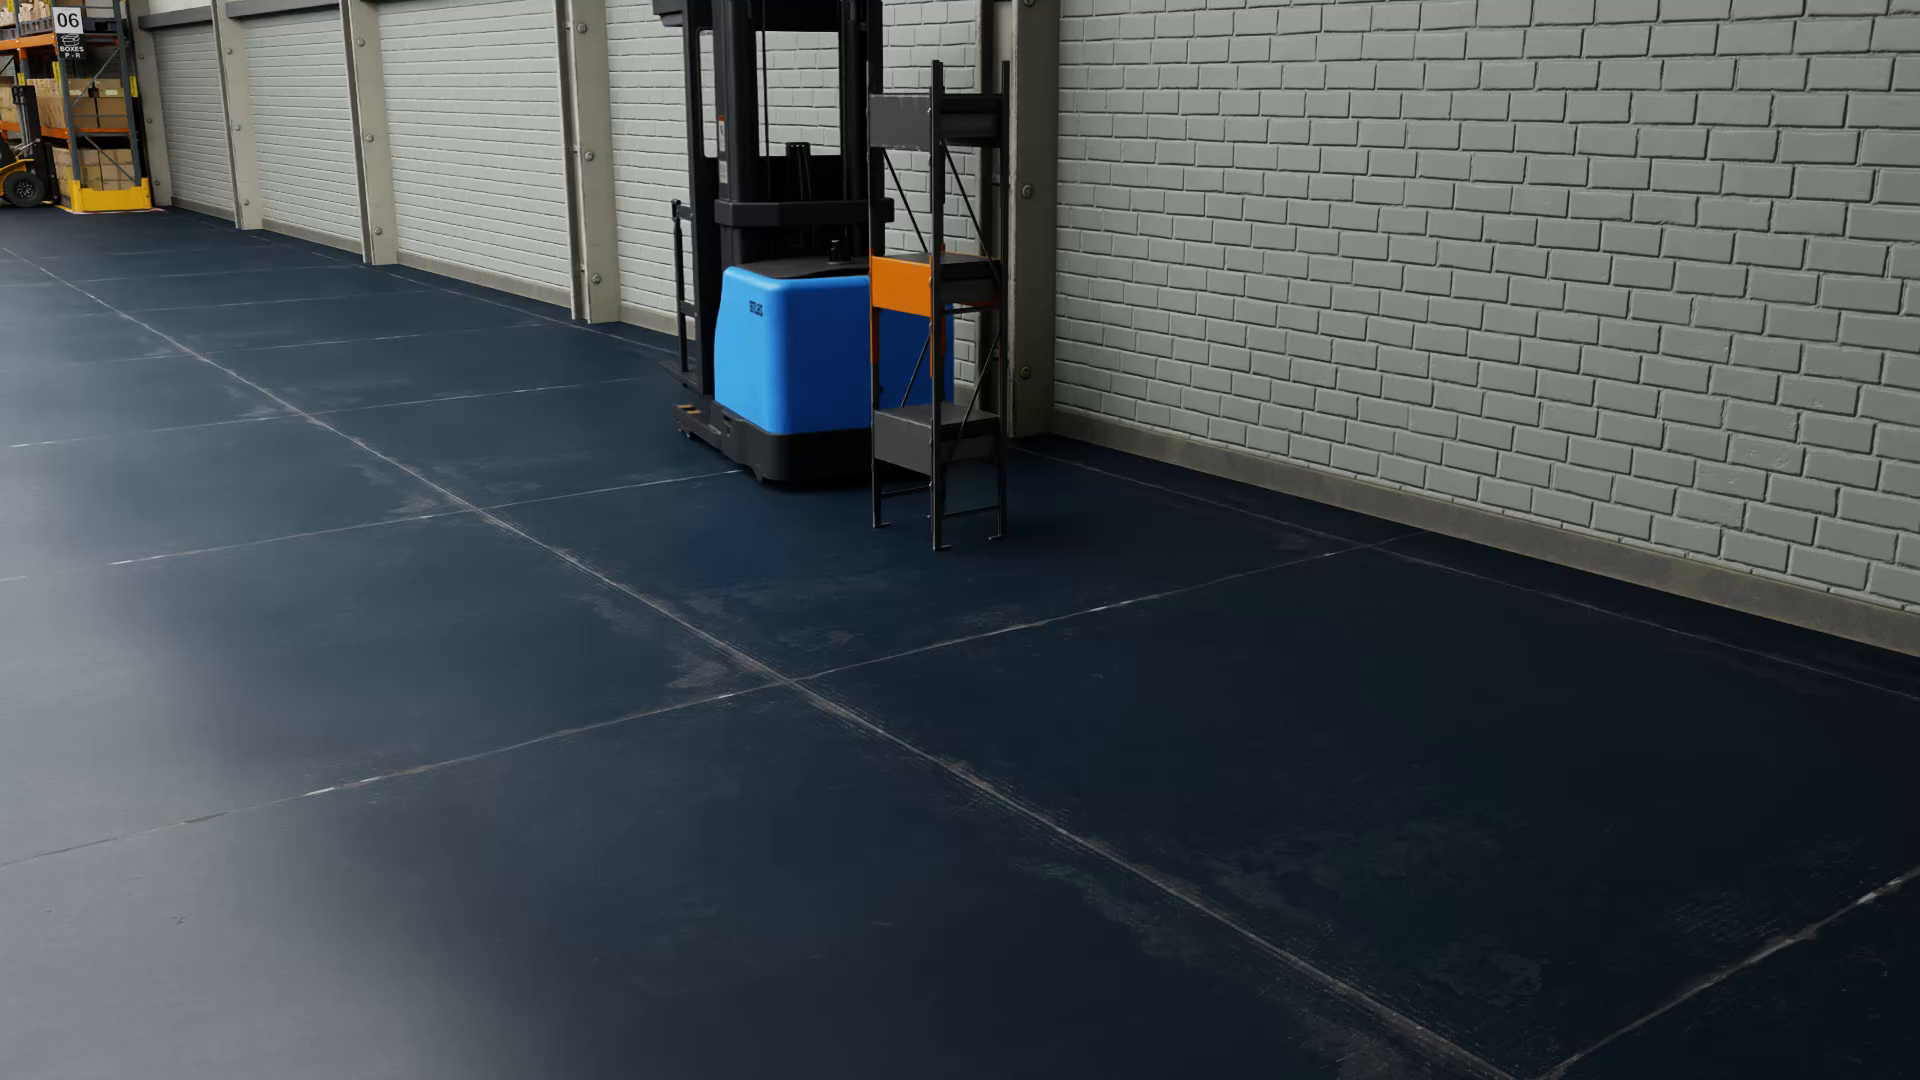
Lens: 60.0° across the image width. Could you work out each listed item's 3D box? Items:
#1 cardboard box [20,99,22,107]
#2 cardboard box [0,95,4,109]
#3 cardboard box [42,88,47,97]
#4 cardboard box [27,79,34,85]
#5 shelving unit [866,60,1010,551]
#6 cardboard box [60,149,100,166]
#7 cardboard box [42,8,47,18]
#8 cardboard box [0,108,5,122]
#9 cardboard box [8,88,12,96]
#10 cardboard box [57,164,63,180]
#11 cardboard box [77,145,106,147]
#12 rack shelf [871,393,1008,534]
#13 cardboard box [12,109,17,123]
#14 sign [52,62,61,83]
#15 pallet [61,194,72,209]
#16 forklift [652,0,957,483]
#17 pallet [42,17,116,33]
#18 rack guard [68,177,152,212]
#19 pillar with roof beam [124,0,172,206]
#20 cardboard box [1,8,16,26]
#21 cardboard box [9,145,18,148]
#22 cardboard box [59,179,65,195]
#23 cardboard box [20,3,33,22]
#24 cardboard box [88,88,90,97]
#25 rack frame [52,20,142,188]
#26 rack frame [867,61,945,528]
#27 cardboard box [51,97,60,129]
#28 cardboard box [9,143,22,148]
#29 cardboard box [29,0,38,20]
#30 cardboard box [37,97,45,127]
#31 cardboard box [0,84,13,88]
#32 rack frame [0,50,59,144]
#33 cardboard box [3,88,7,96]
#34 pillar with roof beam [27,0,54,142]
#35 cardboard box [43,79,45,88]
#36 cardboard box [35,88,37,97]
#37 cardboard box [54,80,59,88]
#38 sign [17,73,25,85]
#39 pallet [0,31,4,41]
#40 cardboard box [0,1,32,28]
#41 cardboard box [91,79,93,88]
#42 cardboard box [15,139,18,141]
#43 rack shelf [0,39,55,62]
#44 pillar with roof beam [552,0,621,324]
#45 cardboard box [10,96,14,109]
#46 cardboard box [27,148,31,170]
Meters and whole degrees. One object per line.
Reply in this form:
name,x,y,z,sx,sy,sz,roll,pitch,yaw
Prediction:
cardboard box,-16.954,-8.036,30.592,0.500,0.250,0.500,-11,19,-36
cardboard box,-18.768,-8.688,32.975,0.500,0.250,0.500,-11,19,-35
cardboard box,-15.591,-7.721,28.685,0.380,0.149,0.250,-11,19,-36
cardboard box,-16.511,-8.192,29.845,0.380,0.149,0.250,-10,18,-33
shelving unit,-0.097,-1.048,7.428,0.431,2.100,0.503,-11,19,-35
cardboard box,-14.630,-6.356,27.637,0.500,0.250,0.500,-10,18,-33
cardboard box,-14.840,-8.654,27.322,0.380,0.149,0.250,-12,19,-36
cardboard box,-18.747,-8.451,33.056,0.500,0.250,0.500,-11,19,-34
cardboard box,-17.833,-8.514,31.585,0.380,0.149,0.250,-11,19,-36
cardboard box,-14.932,-6.229,28.120,0.500,0.250,0.500,-11,19,-35
cardboard box,-15.416,-6.870,29.512,0.500,0.250,0.500,-11,19,-34
rack shelf,-0.097,-0.360,7.616,0.431,0.518,0.480,-11,19,-35
cardboard box,-17.844,-8.123,31.857,0.500,0.250,0.500,-10,18,-33
sign,-14.554,-7.539,26.798,0.100,0.325,0.005,-11,19,-35
pallet,-14.590,-5.760,28.220,1.003,0.211,1.213,-11,19,-35
forklift,-1.076,-2.052,9.522,1.130,2.935,3.031,-7,17,-23
pallet,-14.502,-8.507,27.461,1.003,0.211,1.213,-11,19,-35
rack guard,-14.093,-5.737,27.590,1.175,0.500,0.348,-11,19,-35
pillar with roof beam,-17.269,-9.462,25.100,9.100,9.000,0.400,-11,19,-35
cardboard box,-17.533,-9.737,30.972,0.500,0.311,0.500,-12,19,-36
cardboard box,-18.455,-7.578,33.284,0.875,0.625,0.625,-10,18,-33
cardboard box,-14.923,-5.983,28.167,0.500,0.250,0.500,-11,19,-35
cardboard box,-16.167,-9.241,29.160,0.500,0.311,0.500,-10,18,-33
cardboard box,-14.437,-7.520,27.950,0.380,0.149,0.250,-11,19,-36
rack frame,-14.107,-6.948,27.279,1.000,3.000,0.127,-11,19,-35
rack frame,-0.241,-1.100,7.618,0.400,2.100,0.015,-11,19,-35
cardboard box,-14.906,-7.173,27.911,0.500,0.500,0.500,-10,18,-33
cardboard box,-19.306,-8.032,33.951,0.380,0.149,0.250,-12,19,-37
cardboard box,-15.399,-9.117,28.342,0.797,0.503,0.637,-10,18,-33
cardboard box,-15.791,-7.498,29.101,0.500,0.500,0.500,-11,19,-35
cardboard box,-19.920,-9.228,34.620,0.797,0.503,0.637,-11,19,-36
rack frame,-18.811,-8.656,33.521,1.000,3.000,0.127,-11,19,-35
cardboard box,-18.532,-8.796,32.612,0.380,0.149,0.250,-10,18,-33
pillar with roof beam,-24.325,-12.024,34.462,9.100,9.000,0.400,-11,19,-35
cardboard box,-15.690,-7.930,28.885,0.380,0.149,0.250,-11,19,-35
cardboard box,-16.070,-7.884,29.280,0.380,0.149,0.250,-10,18,-33
cardboard box,-14.834,-7.596,27.664,0.380,0.149,0.250,-10,18,-33
sign,-16.892,-8.236,29.942,0.100,0.325,0.005,-11,19,-35
pallet,-18.339,-9.881,32.671,1.213,0.211,1.003,-10,18,-32
cardboard box,-18.204,-10.117,32.002,0.700,0.500,0.500,-11,19,-36
cardboard box,-14.425,-7.673,27.945,0.380,0.149,0.250,-10,18,-33
cardboard box,-20.404,-8.680,36.319,0.380,0.149,0.250,-11,19,-34
rack shelf,-17.635,-9.329,31.659,1.077,0.370,4.000,-11,19,-35
pillar with roof beam,-6.686,-5.618,11.057,9.100,9.000,0.400,-11,19,-35
cardboard box,-17.840,-8.365,31.795,0.500,0.250,0.500,-11,19,-34
cardboard box,-17.225,-7.136,31.668,0.875,0.625,0.625,-11,19,-35
